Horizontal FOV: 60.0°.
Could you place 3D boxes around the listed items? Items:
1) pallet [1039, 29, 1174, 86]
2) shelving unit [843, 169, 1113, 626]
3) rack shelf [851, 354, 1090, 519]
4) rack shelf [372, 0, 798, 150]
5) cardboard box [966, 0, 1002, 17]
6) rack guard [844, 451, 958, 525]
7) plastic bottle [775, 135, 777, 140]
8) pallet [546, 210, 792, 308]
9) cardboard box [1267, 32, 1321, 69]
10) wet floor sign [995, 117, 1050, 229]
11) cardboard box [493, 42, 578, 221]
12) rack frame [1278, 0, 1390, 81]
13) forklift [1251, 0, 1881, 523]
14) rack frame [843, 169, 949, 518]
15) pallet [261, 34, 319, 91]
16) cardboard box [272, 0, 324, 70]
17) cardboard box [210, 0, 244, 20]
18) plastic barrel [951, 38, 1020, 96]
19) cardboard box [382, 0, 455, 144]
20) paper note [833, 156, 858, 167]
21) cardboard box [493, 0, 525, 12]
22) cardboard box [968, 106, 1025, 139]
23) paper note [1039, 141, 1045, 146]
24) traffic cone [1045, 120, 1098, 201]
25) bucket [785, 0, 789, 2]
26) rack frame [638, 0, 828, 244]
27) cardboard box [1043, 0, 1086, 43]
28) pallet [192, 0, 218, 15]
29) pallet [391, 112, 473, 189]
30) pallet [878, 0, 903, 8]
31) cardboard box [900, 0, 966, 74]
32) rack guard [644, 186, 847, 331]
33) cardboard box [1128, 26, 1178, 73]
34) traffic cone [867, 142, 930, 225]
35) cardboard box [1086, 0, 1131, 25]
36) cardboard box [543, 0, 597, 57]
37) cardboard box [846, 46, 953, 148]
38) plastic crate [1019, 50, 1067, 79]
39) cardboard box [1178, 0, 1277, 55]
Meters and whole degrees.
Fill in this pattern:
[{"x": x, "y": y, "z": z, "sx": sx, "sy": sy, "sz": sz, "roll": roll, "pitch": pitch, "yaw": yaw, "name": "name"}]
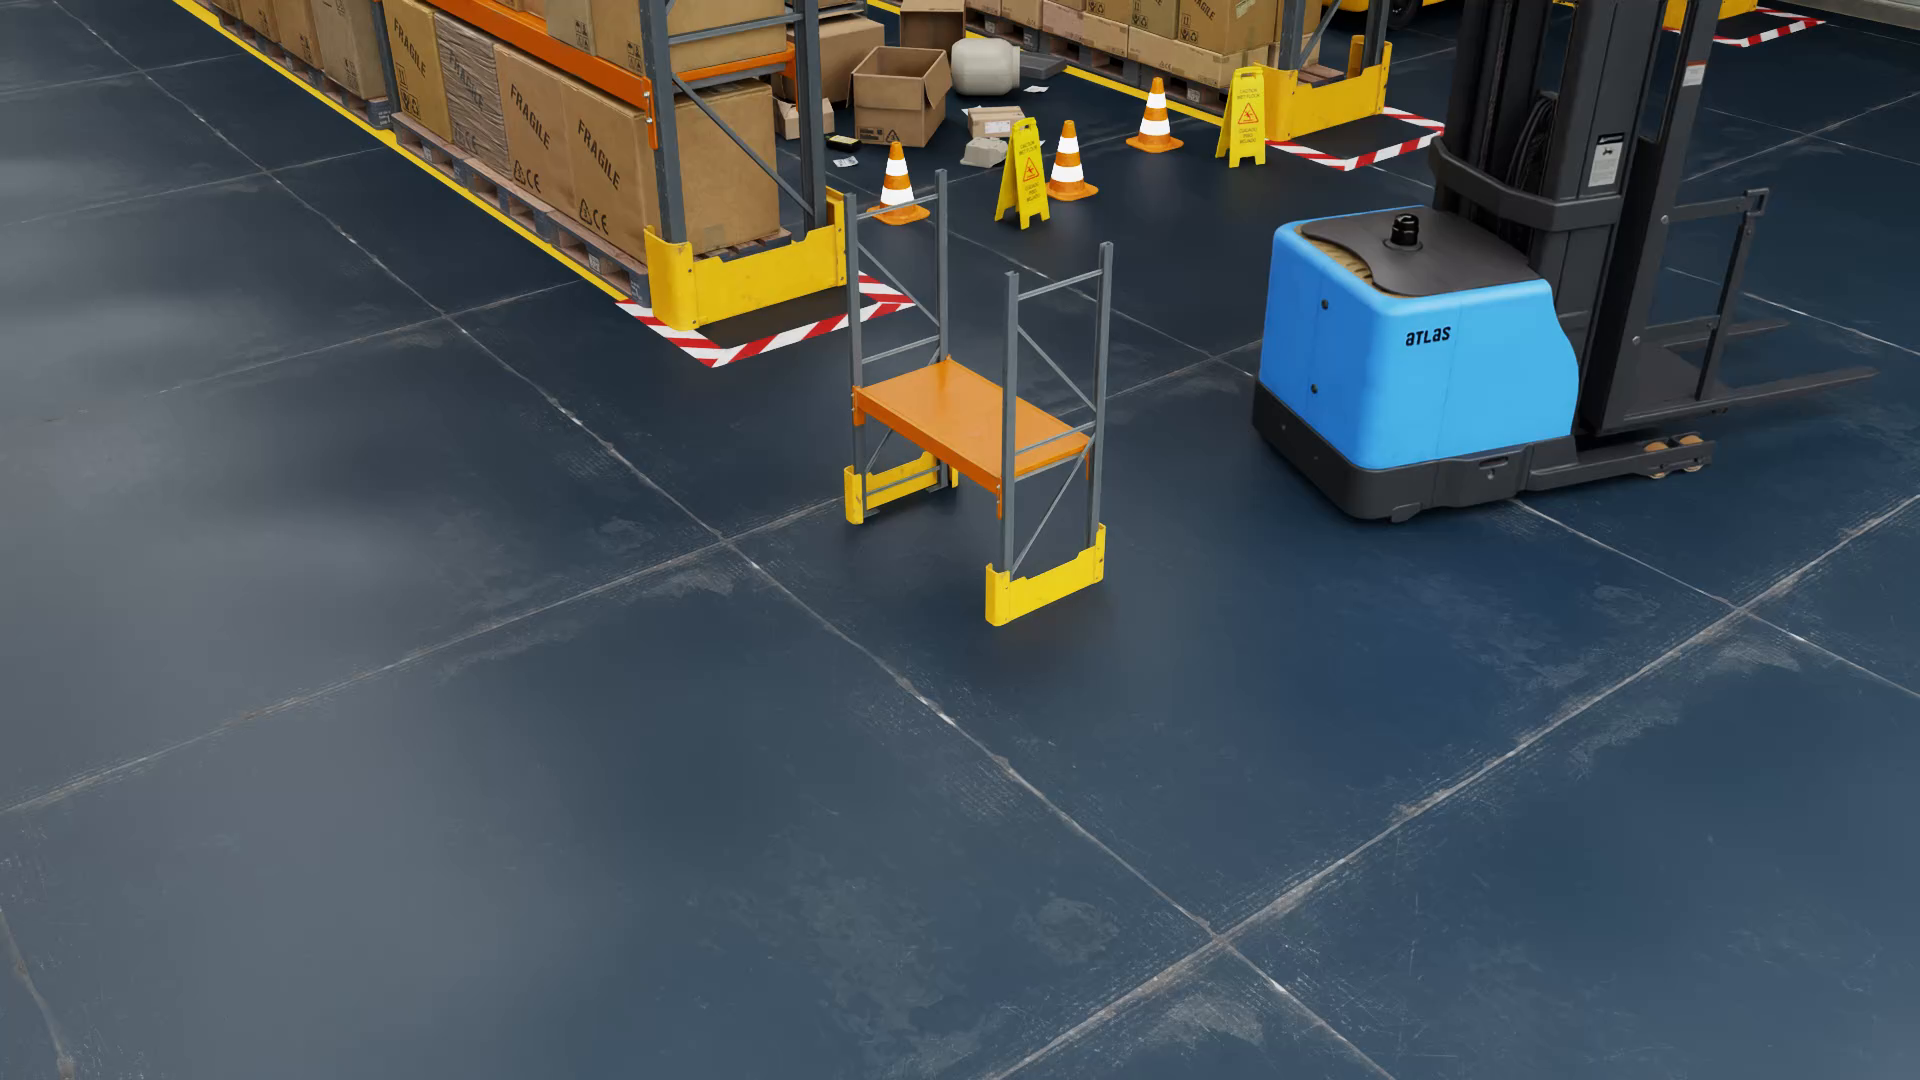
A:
[{"x": 1.398, "y": -4.021, "z": 13.524, "sx": 1.003, "sy": 0.211, "sz": 1.213, "roll": -22, "pitch": 38, "yaw": -31, "name": "pallet"}, {"x": 0.047, "y": -0.605, "z": 6.803, "sx": 0.587, "sy": 1.500, "sz": 1.083, "roll": -22, "pitch": 38, "yaw": -31, "name": "shelving unit"}, {"x": 0.052, "y": -0.449, "z": 6.892, "sx": 0.538, "sy": 0.185, "sz": 1.000, "roll": -22, "pitch": 38, "yaw": -31, "name": "rack shelf"}, {"x": -2.416, "y": -3.200, "z": 10.241, "sx": 1.077, "sy": 0.370, "sz": 4.000, "roll": -22, "pitch": 38, "yaw": -31, "name": "rack shelf"}, {"x": 0.355, "y": -4.660, "z": 14.118, "sx": 0.500, "sy": 0.250, "sz": 0.500, "roll": -24, "pitch": 39, "yaw": -33, "name": "cardboard box"}, {"x": -0.259, "y": -0.282, "z": 7.467, "sx": 0.587, "sy": 0.250, "sz": 0.087, "roll": -22, "pitch": 38, "yaw": -31, "name": "rack guard"}, {"x": -1.414, "y": -2.801, "z": 11.702, "sx": 0.133, "sy": 0.061, "sz": 0.283, "roll": 18, "pitch": 36, "yaw": 27, "name": "plastic bottle"}, {"x": -1.741, "y": -1.795, "z": 9.941, "sx": 1.003, "sy": 0.211, "sz": 1.213, "roll": -22, "pitch": 38, "yaw": -31, "name": "pallet"}, {"x": 2.383, "y": -3.752, "z": 12.656, "sx": 0.500, "sy": 0.250, "sz": 0.500, "roll": -23, "pitch": 38, "yaw": -32, "name": "cardboard box"}, {"x": 0.393, "y": -2.301, "z": 10.342, "sx": 0.232, "sy": 0.644, "sz": 0.267, "roll": 26, "pitch": 40, "yaw": 35, "name": "wet floor sign"}, {"x": -2.199, "y": -2.575, "z": 10.169, "sx": 0.875, "sy": 0.875, "sz": 0.875, "roll": -23, "pitch": 39, "yaw": -32, "name": "cardboard box"}, {"x": 2.659, "y": -4.316, "z": 11.356, "sx": 1.000, "sy": 3.000, "sz": 0.127, "roll": -22, "pitch": 38, "yaw": -31, "name": "rack frame"}, {"x": 2.978, "y": -1.782, "z": 7.341, "sx": 3.031, "sy": 2.935, "sz": 1.130, "roll": -10, "pitch": 33, "yaw": -16, "name": "forklift"}, {"x": -0.259, "y": -0.813, "z": 7.138, "sx": 0.500, "sy": 1.500, "sz": 0.032, "roll": -22, "pitch": 38, "yaw": -31, "name": "rack frame"}, {"x": -4.927, "y": -3.961, "z": 13.427, "sx": 1.003, "sy": 0.211, "sz": 1.213, "roll": -22, "pitch": 38, "yaw": -31, "name": "pallet"}, {"x": -4.682, "y": -4.195, "z": 12.895, "sx": 1.050, "sy": 0.750, "sz": 0.750, "roll": -22, "pitch": 38, "yaw": -31, "name": "cardboard box"}, {"x": -5.793, "y": -4.946, "z": 14.105, "sx": 1.050, "sy": 0.750, "sz": 0.750, "roll": -23, "pitch": 38, "yaw": -32, "name": "cardboard box"}, {"x": 0.196, "y": -3.592, "z": 12.633, "sx": 0.512, "sy": 0.421, "sz": 0.421, "roll": 1, "pitch": 32, "yaw": 2, "name": "plastic barrel"}, {"x": -3.312, "y": -3.330, "z": 11.385, "sx": 0.875, "sy": 0.875, "sz": 0.875, "roll": -22, "pitch": 38, "yaw": -31, "name": "cardboard box"}, {"x": -0.784, "y": -2.596, "z": 11.402, "sx": 0.144, "sy": 0.017, "sz": 0.142, "roll": -10, "pitch": 33, "yaw": -15, "name": "paper note"}, {"x": -2.409, "y": -3.579, "z": 10.028, "sx": 0.875, "sy": 0.550, "sz": 0.500, "roll": -22, "pitch": 38, "yaw": -31, "name": "cardboard box"}, {"x": 0.260, "y": -2.997, "z": 11.935, "sx": 0.380, "sy": 0.149, "sz": 0.250, "roll": -4, "pitch": 32, "yaw": -7, "name": "cardboard box"}, {"x": 0.507, "y": -2.804, "z": 11.736, "sx": 0.142, "sy": 0.019, "sz": 0.148, "roll": 18, "pitch": 36, "yaw": 27, "name": "paper note"}, {"x": 0.708, "y": -2.499, "z": 10.835, "sx": 0.336, "sy": 0.463, "sz": 0.334, "roll": -22, "pitch": 38, "yaw": -31, "name": "traffic cone"}, {"x": -1.738, "y": -4.284, "z": 12.966, "sx": 0.726, "sy": 0.611, "sz": 0.620, "roll": -10, "pitch": 23, "yaw": -15, "name": "bucket"}, {"x": -1.189, "y": -2.672, "z": 8.709, "sx": 1.000, "sy": 3.000, "sz": 0.127, "roll": -22, "pitch": 38, "yaw": -31, "name": "rack frame"}, {"x": 1.018, "y": -4.221, "z": 13.411, "sx": 0.500, "sy": 0.250, "sz": 0.500, "roll": -23, "pitch": 38, "yaw": -32, "name": "cardboard box"}, {"x": -6.573, "y": -5.148, "z": 15.338, "sx": 1.003, "sy": 0.211, "sz": 1.213, "roll": -22, "pitch": 38, "yaw": -31, "name": "pallet"}, {"x": -3.238, "y": -2.812, "z": 11.578, "sx": 1.003, "sy": 0.211, "sz": 1.213, "roll": -22, "pitch": 38, "yaw": -31, "name": "pallet"}, {"x": -0.273, "y": -5.122, "z": 15.297, "sx": 1.003, "sy": 0.211, "sz": 1.213, "roll": -22, "pitch": 38, "yaw": -31, "name": "pallet"}, {"x": -0.212, "y": -4.035, "z": 13.271, "sx": 0.500, "sy": 0.500, "sz": 0.500, "roll": 1, "pitch": 32, "yaw": 2, "name": "cardboard box"}, {"x": -1.175, "y": -1.600, "z": 9.353, "sx": 1.175, "sy": 0.500, "sz": 0.348, "roll": -22, "pitch": 38, "yaw": -31, "name": "rack guard"}, {"x": 1.639, "y": -3.794, "z": 12.724, "sx": 0.500, "sy": 0.250, "sz": 0.500, "roll": -22, "pitch": 38, "yaw": -31, "name": "cardboard box"}, {"x": -0.393, "y": -2.275, "z": 10.475, "sx": 0.336, "sy": 0.463, "sz": 0.334, "roll": -22, "pitch": 38, "yaw": -31, "name": "traffic cone"}, {"x": 1.335, "y": -4.323, "z": 12.865, "sx": 0.500, "sy": 0.500, "sz": 0.500, "roll": -23, "pitch": 39, "yaw": -32, "name": "cardboard box"}, {"x": -1.807, "y": -3.098, "z": 9.253, "sx": 0.875, "sy": 0.550, "sz": 0.550, "roll": -22, "pitch": 38, "yaw": -31, "name": "cardboard box"}, {"x": -0.418, "y": -3.168, "z": 11.874, "sx": 0.637, "sy": 0.503, "sz": 0.797, "roll": 6, "pitch": 32, "yaw": 10, "name": "cardboard box"}, {"x": 0.521, "y": -3.823, "z": 13.329, "sx": 0.583, "sy": 0.080, "sz": 0.402, "roll": 18, "pitch": 36, "yaw": 27, "name": "plastic crate"}, {"x": 1.962, "y": -3.894, "z": 12.174, "sx": 0.500, "sy": 0.500, "sz": 0.500, "roll": -22, "pitch": 38, "yaw": -31, "name": "cardboard box"}]
